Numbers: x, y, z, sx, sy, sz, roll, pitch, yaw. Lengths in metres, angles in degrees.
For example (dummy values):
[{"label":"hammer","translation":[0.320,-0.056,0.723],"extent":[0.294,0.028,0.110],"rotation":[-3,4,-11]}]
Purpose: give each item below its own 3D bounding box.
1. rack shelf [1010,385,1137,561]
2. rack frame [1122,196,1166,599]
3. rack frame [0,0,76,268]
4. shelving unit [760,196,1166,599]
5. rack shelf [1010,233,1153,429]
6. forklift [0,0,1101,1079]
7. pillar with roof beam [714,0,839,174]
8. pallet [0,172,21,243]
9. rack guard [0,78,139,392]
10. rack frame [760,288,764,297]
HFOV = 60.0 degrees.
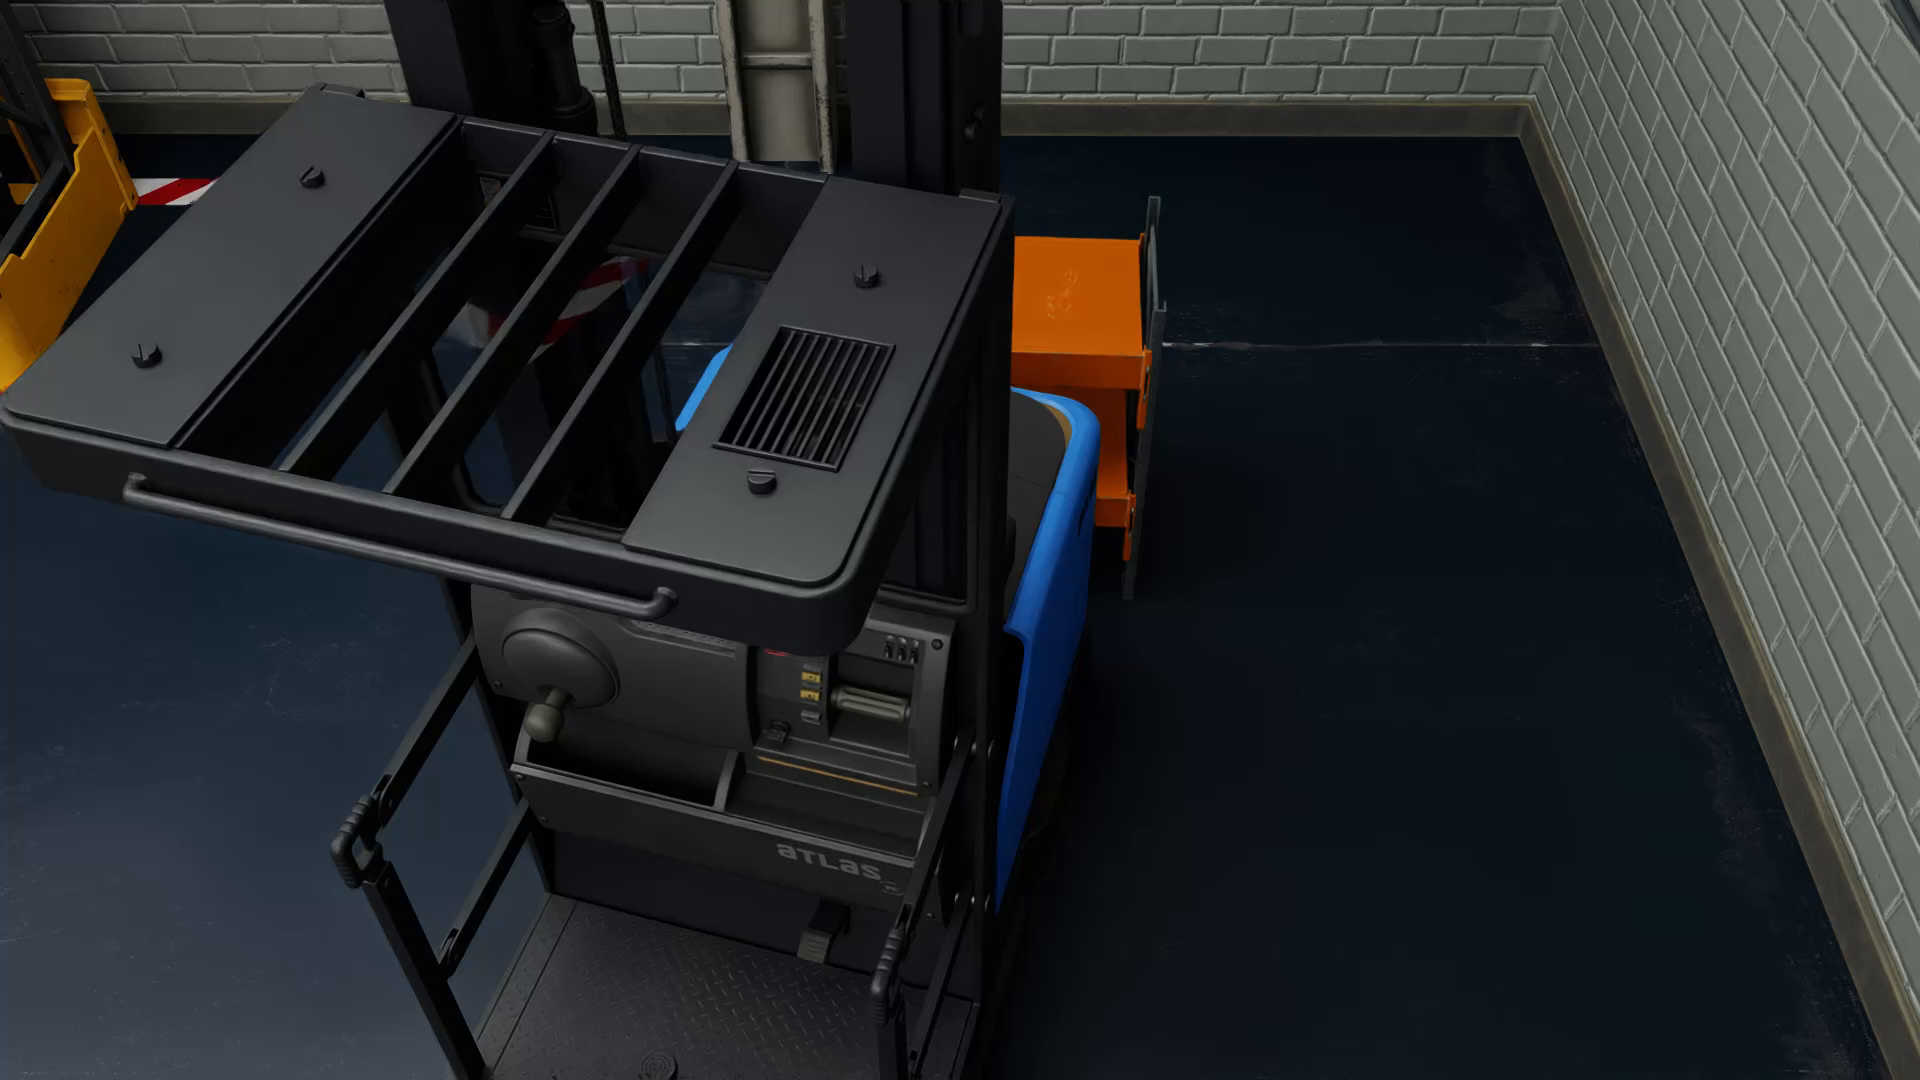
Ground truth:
[{"label":"rack shelf","translation":[0.018,-0.237,5.036],"extent":[1.000,0.278,0.538],"rotation":[2,47,2]},{"label":"rack frame","translation":[0.526,-0.385,4.840],"extent":[0.032,1.125,0.500],"rotation":[2,47,2]},{"label":"rack frame","translation":[-3.398,-1.962,5.027],"extent":[0.127,3.000,1.000],"rotation":[0,47,0]},{"label":"shelving unit","translation":[0.018,-0.404,4.857],"extent":[1.048,1.125,0.538],"rotation":[2,47,2]},{"label":"rack shelf","translation":[0.018,-0.603,4.643],"extent":[1.000,0.278,0.538],"rotation":[2,47,2]},{"label":"forklift","translation":[-0.526,0.336,2.935],"extent":[1.130,2.935,3.031],"rotation":[12,48,11]},{"label":"pillar with roof beam","translation":[-0.711,-1.480,0.480],"extent":[0.400,9.000,9.100],"rotation":[0,47,0]},{"label":"pallet","translation":[-4.198,-0.956,5.996],"extent":[1.213,0.211,1.003],"rotation":[0,47,0]},{"label":"rack guard","translation":[-3.374,-1.110,5.941],"extent":[0.348,0.500,1.175],"rotation":[0,47,0]},{"label":"rack frame","translation":[-0.490,-0.422,4.874],"extent":[0.032,1.125,0.500],"rotation":[2,47,2]}]
